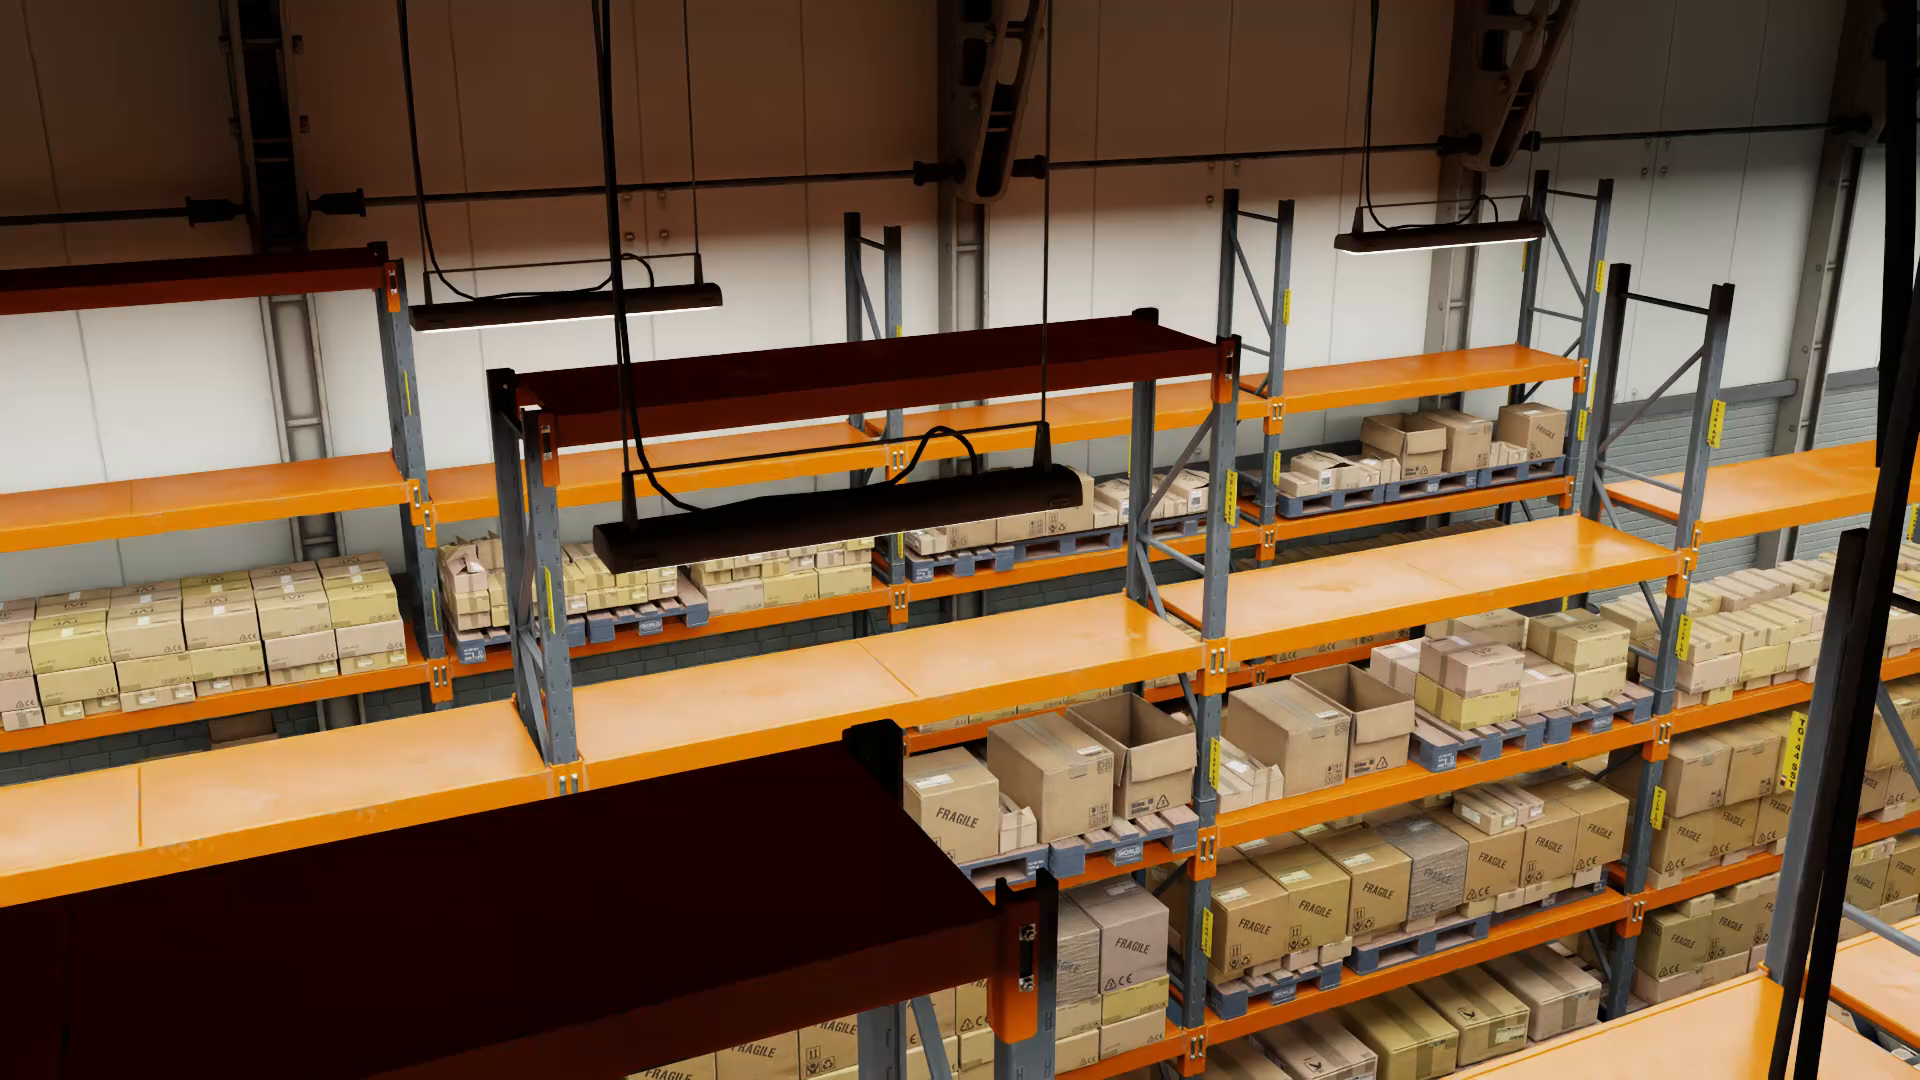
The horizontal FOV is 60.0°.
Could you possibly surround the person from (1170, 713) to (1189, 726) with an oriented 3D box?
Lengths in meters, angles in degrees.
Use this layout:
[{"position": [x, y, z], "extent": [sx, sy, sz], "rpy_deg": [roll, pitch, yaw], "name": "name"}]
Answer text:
[{"position": [1.978, 2.387, 15.065], "extent": [0.594, 1.815, 0.625], "rpy_deg": [-14, 23, -35], "name": "person"}]
